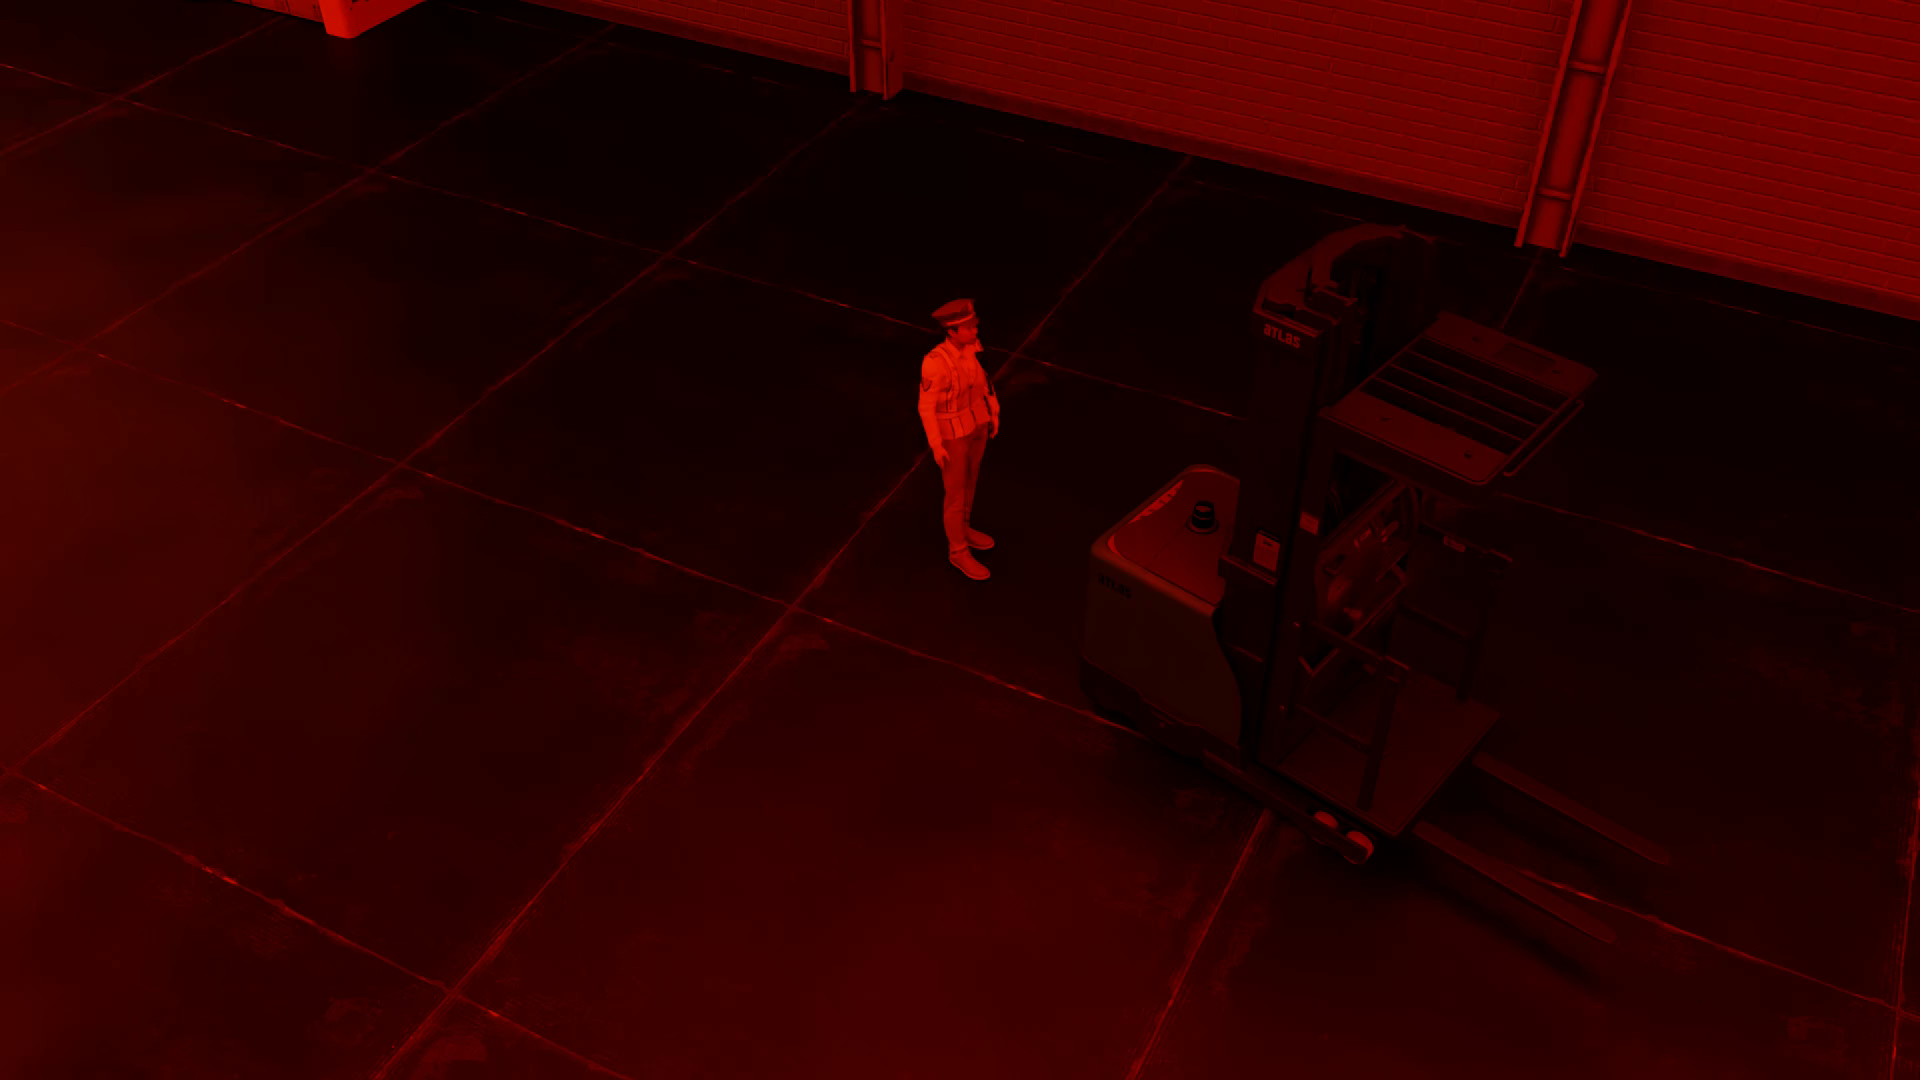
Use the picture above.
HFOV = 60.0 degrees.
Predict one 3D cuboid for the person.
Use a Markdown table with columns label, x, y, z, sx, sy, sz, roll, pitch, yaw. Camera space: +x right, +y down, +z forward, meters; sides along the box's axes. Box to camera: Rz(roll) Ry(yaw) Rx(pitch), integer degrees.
| label | x | y | z | sx | sy | sz | roll | pitch | yaw |
| --- | --- | --- | --- | --- | --- | --- | --- | --- | --- |
| person | 0.075 | -0.612 | 9.668 | 0.572 | 1.696 | 0.578 | 30 | 48 | 31 |

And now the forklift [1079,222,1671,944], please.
| label | x | y | z | sx | sy | sz | roll | pitch | yaw |
| --- | --- | --- | --- | --- | --- | --- | --- | --- | --- |
| forklift | 2.099 | 0.115 | 7.849 | 3.031 | 2.935 | 1.130 | 29 | 48 | 30 |
